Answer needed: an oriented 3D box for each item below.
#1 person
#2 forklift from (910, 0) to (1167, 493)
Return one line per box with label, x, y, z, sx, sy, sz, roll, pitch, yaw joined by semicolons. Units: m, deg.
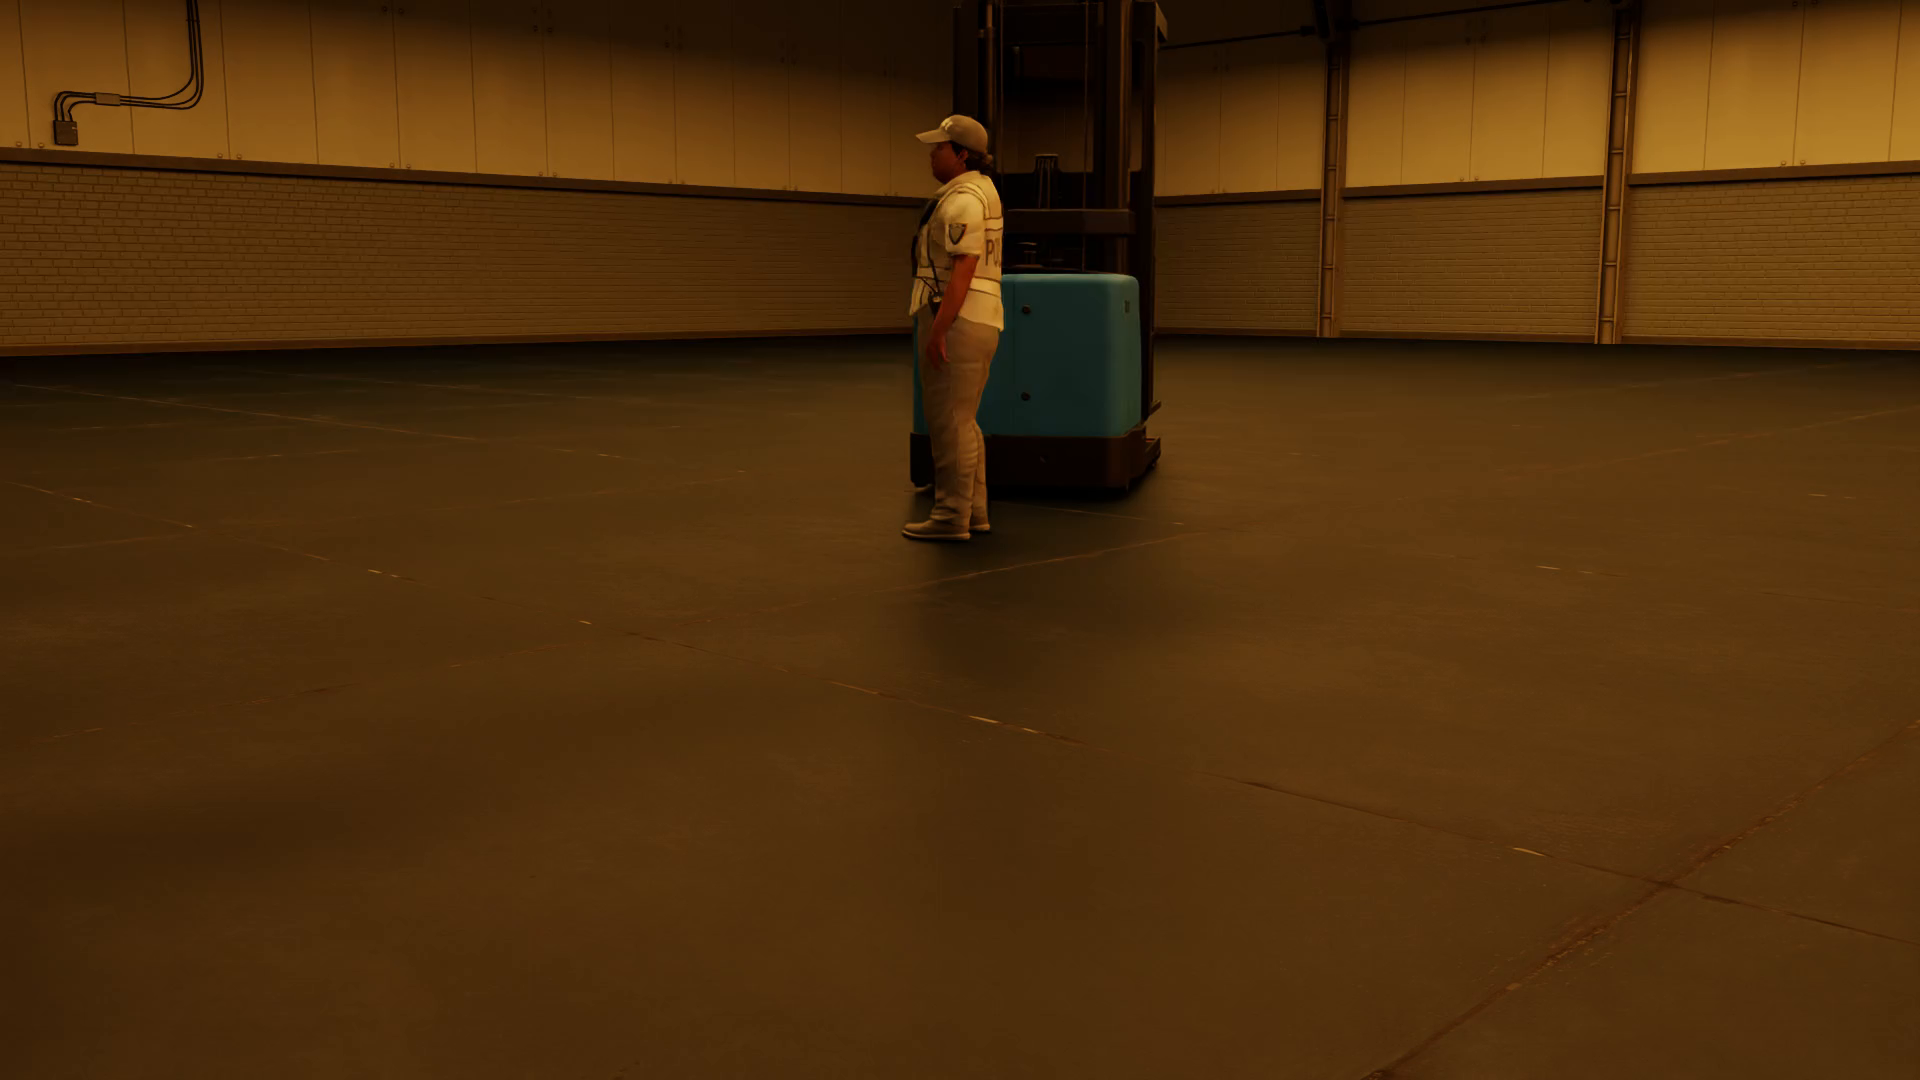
person;-0.027;-0.833;6.660;0.417;1.670;0.682;2;9;10
forklift;0.552;-1.859;9.219;1.130;2.935;3.031;2;9;11
